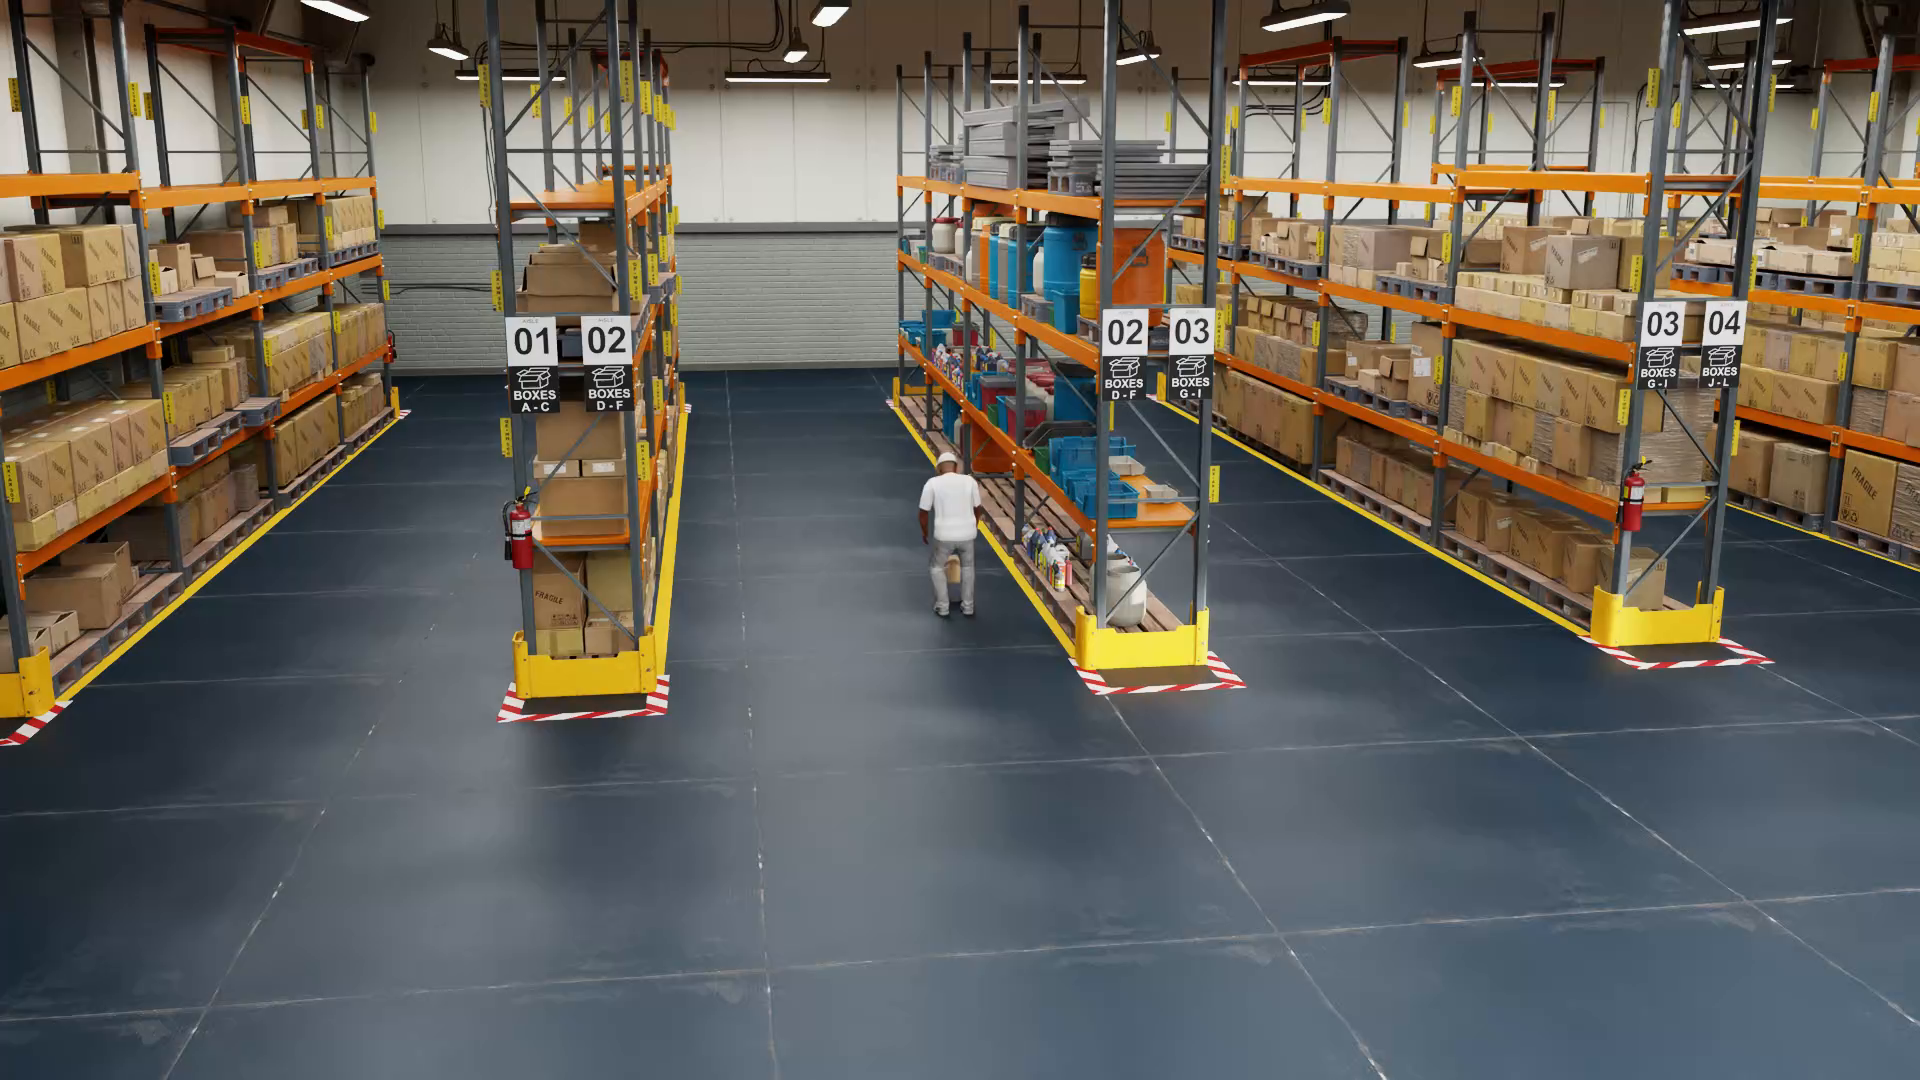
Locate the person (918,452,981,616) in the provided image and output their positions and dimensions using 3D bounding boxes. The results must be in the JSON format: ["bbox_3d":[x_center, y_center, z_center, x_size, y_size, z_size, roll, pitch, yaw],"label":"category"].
[{"bbox_3d":[-0.100,-0.060,16.583,0.620,1.591,0.622,-2,13,-7],"label":"person"}]
